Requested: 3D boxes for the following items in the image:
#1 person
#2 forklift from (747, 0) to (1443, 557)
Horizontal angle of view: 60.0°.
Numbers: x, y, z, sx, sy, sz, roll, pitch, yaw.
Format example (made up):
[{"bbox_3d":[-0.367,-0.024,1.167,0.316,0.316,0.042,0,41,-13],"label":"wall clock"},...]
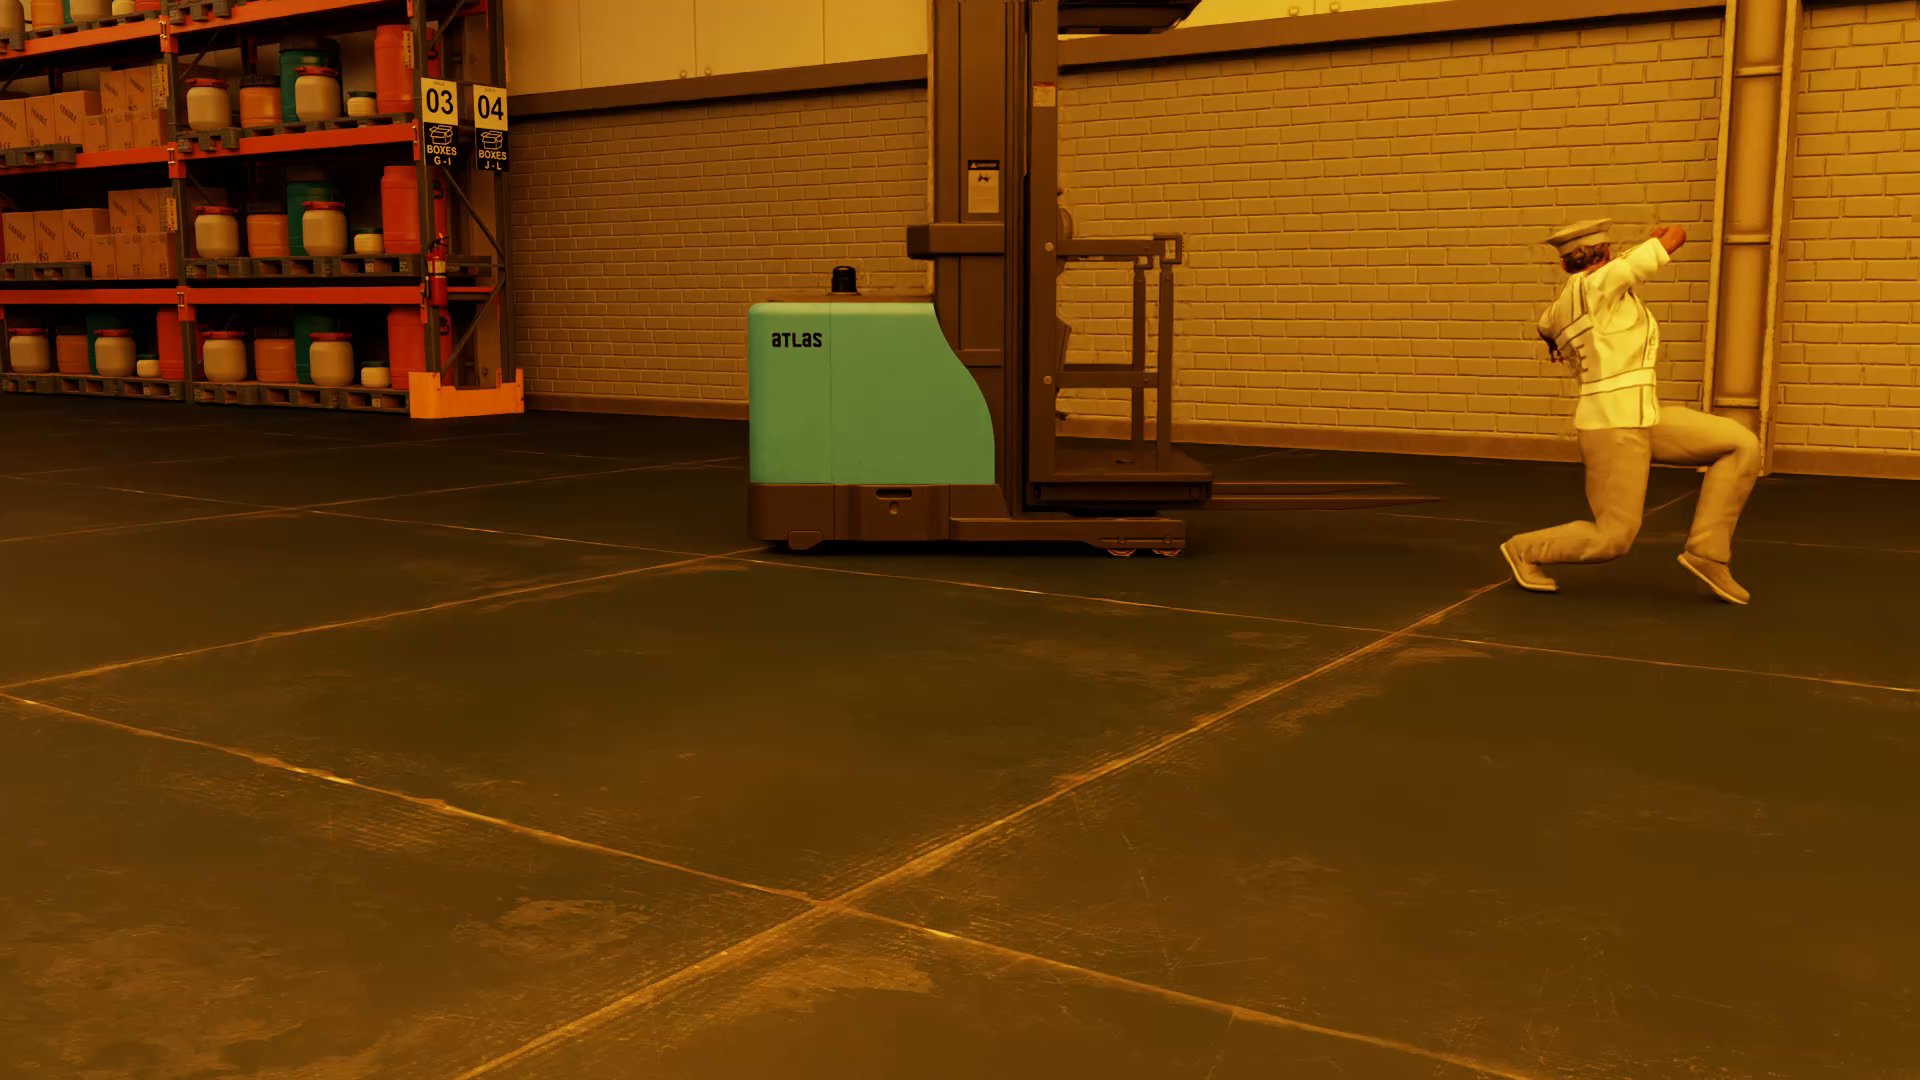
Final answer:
[{"bbox_3d":[2.547,-0.501,6.264,0.885,1.389,0.964,4,9,27],"label":"person"},{"bbox_3d":[0.597,-1.453,7.412,3.031,2.935,1.130,0,8,0],"label":"forklift"}]
